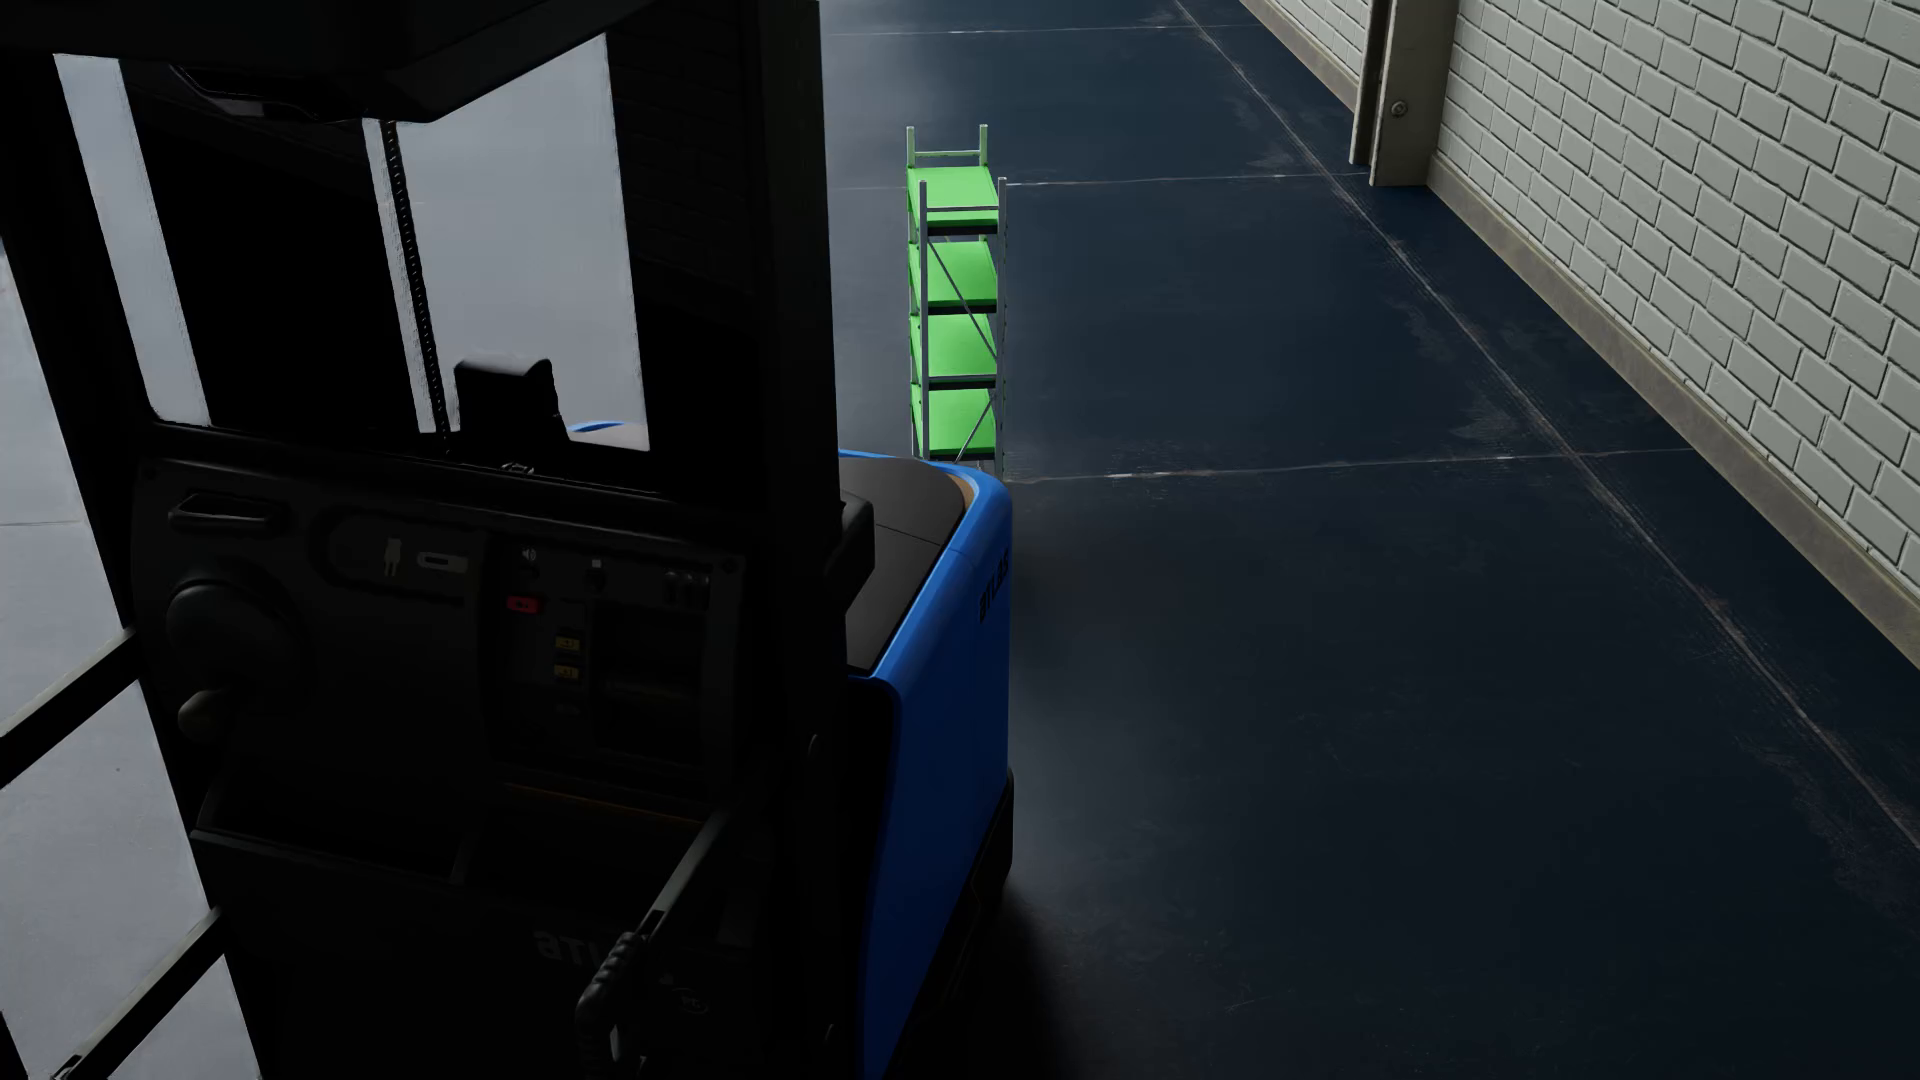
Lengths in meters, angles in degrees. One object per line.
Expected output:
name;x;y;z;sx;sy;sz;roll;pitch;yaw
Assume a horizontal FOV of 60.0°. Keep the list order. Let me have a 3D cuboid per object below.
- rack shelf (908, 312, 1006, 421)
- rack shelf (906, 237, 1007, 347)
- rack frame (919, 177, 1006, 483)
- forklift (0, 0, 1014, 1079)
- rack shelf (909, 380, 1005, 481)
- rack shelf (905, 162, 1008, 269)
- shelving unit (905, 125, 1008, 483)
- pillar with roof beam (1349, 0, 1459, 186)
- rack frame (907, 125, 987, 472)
rack shelf;-0.016;-0.545;5.117;0.258;0.148;0.480;-3;31;-5
rack shelf;-0.016;-0.751;4.994;0.258;0.148;0.480;-3;31;-5
rack frame;0.007;-0.475;4.875;0.240;1.200;0.015;-3;31;-5
forklift;-0.784;0.176;2.096;1.130;2.935;3.031;9;32;14
rack shelf;-0.015;-0.339;5.240;0.258;0.148;0.480;-3;31;-5
rack shelf;-0.016;-0.957;4.870;0.258;0.148;0.480;-3;31;-5
shelving unit;-0.016;-0.600;5.084;0.258;1.200;0.503;-3;31;-5
pillar with roof beam;-2.130;-5.499;5.681;9.100;9.000;0.400;-3;31;-5
rack frame;-0.038;-0.724;5.292;0.240;1.200;0.015;-3;31;-5
